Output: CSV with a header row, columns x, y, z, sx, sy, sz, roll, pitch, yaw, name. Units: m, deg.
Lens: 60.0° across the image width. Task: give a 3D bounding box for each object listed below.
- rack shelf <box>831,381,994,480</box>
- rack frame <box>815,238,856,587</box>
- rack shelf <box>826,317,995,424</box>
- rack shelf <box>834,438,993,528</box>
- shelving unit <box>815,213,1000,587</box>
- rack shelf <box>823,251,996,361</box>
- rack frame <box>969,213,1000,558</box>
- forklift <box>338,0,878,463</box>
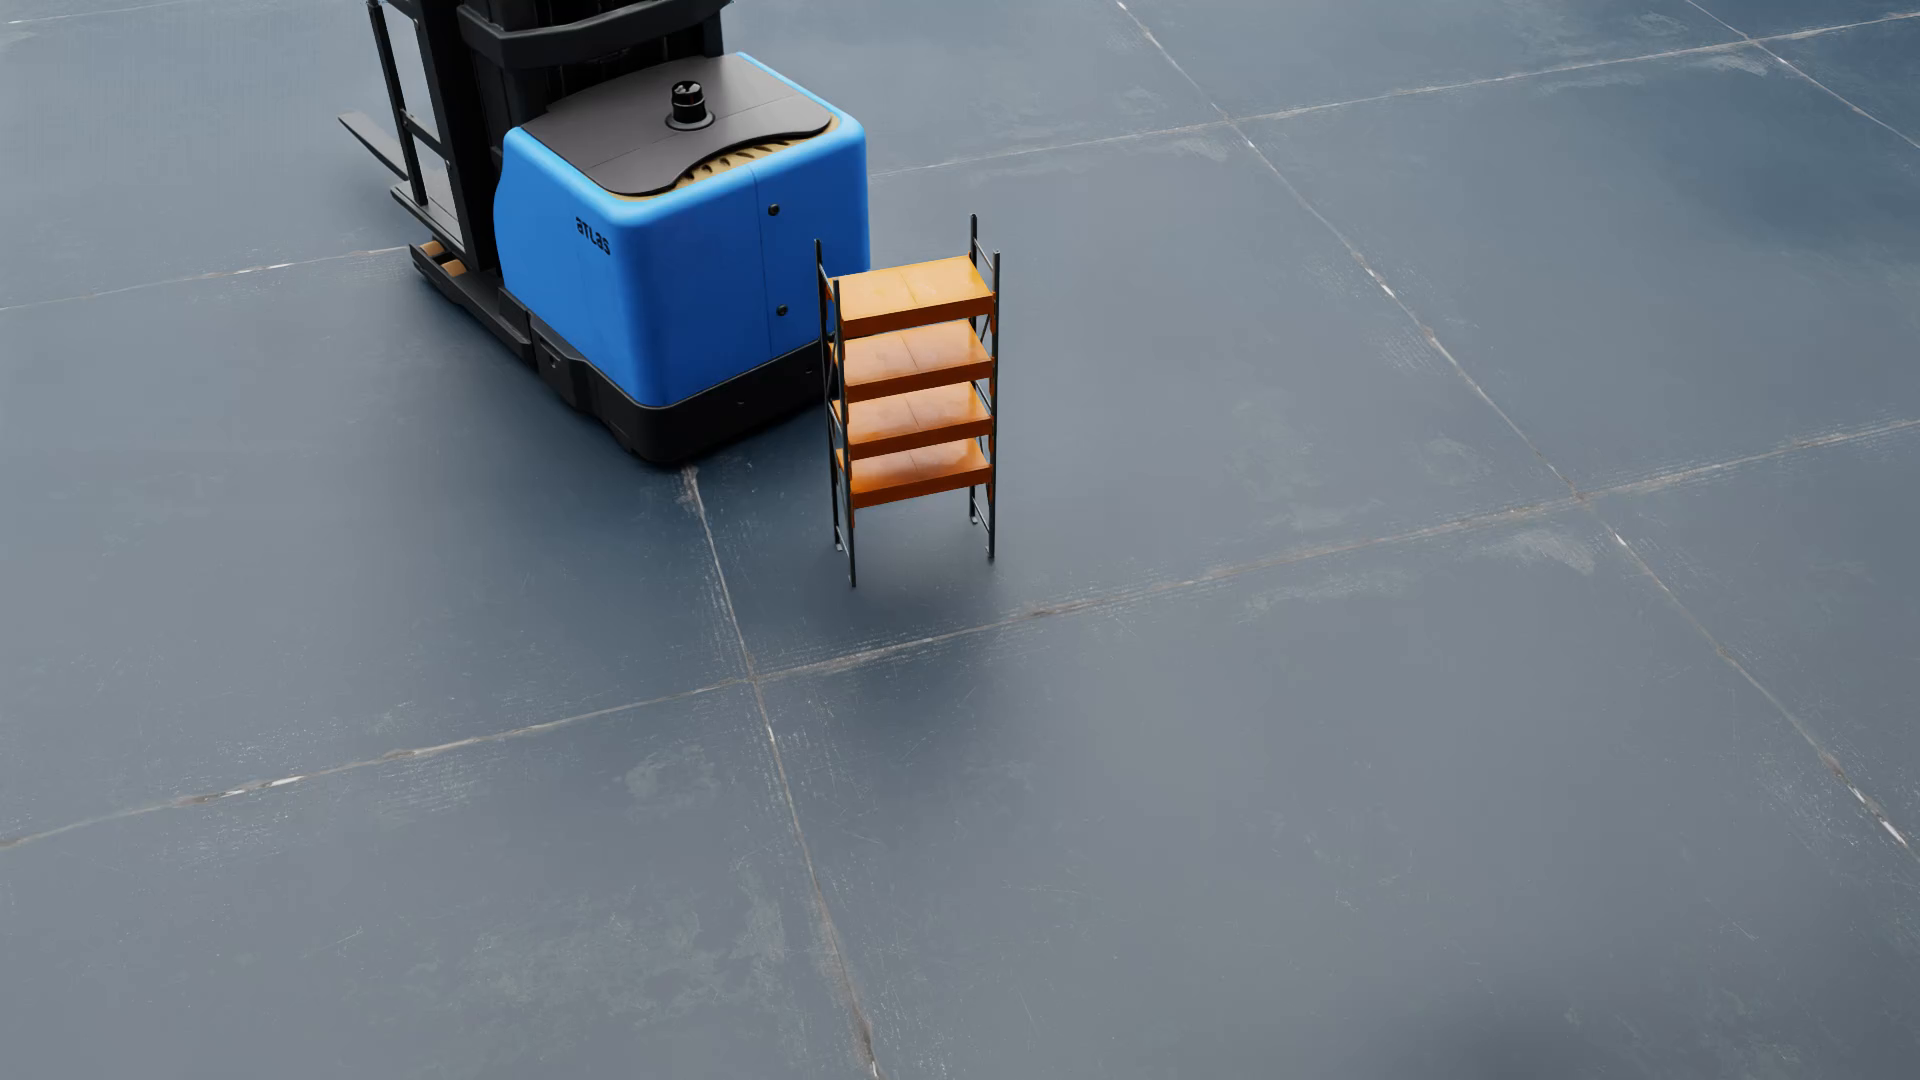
x,y,z,sx,sy,sz,roll,pitch,yaw,name
-0.158,-0.368,5.362,0.480,0.148,0.258,-12,42,-13,rack shelf
-0.391,-0.371,5.263,0.015,1.200,0.240,-12,42,-13,rack frame
-0.158,-0.537,5.215,0.480,0.148,0.258,-12,42,-13,rack shelf
-0.158,-0.219,5.493,0.480,0.148,0.258,-12,42,-13,rack shelf
-0.158,-0.419,5.318,0.503,1.200,0.258,-12,42,-13,shelving unit
-0.158,-0.715,5.059,0.480,0.148,0.258,-12,42,-13,rack shelf
0.075,-0.467,5.373,0.015,1.200,0.240,-12,42,-13,rack frame
-1.644,-2.282,6.134,1.130,2.935,3.031,-29,49,-29,forklift
